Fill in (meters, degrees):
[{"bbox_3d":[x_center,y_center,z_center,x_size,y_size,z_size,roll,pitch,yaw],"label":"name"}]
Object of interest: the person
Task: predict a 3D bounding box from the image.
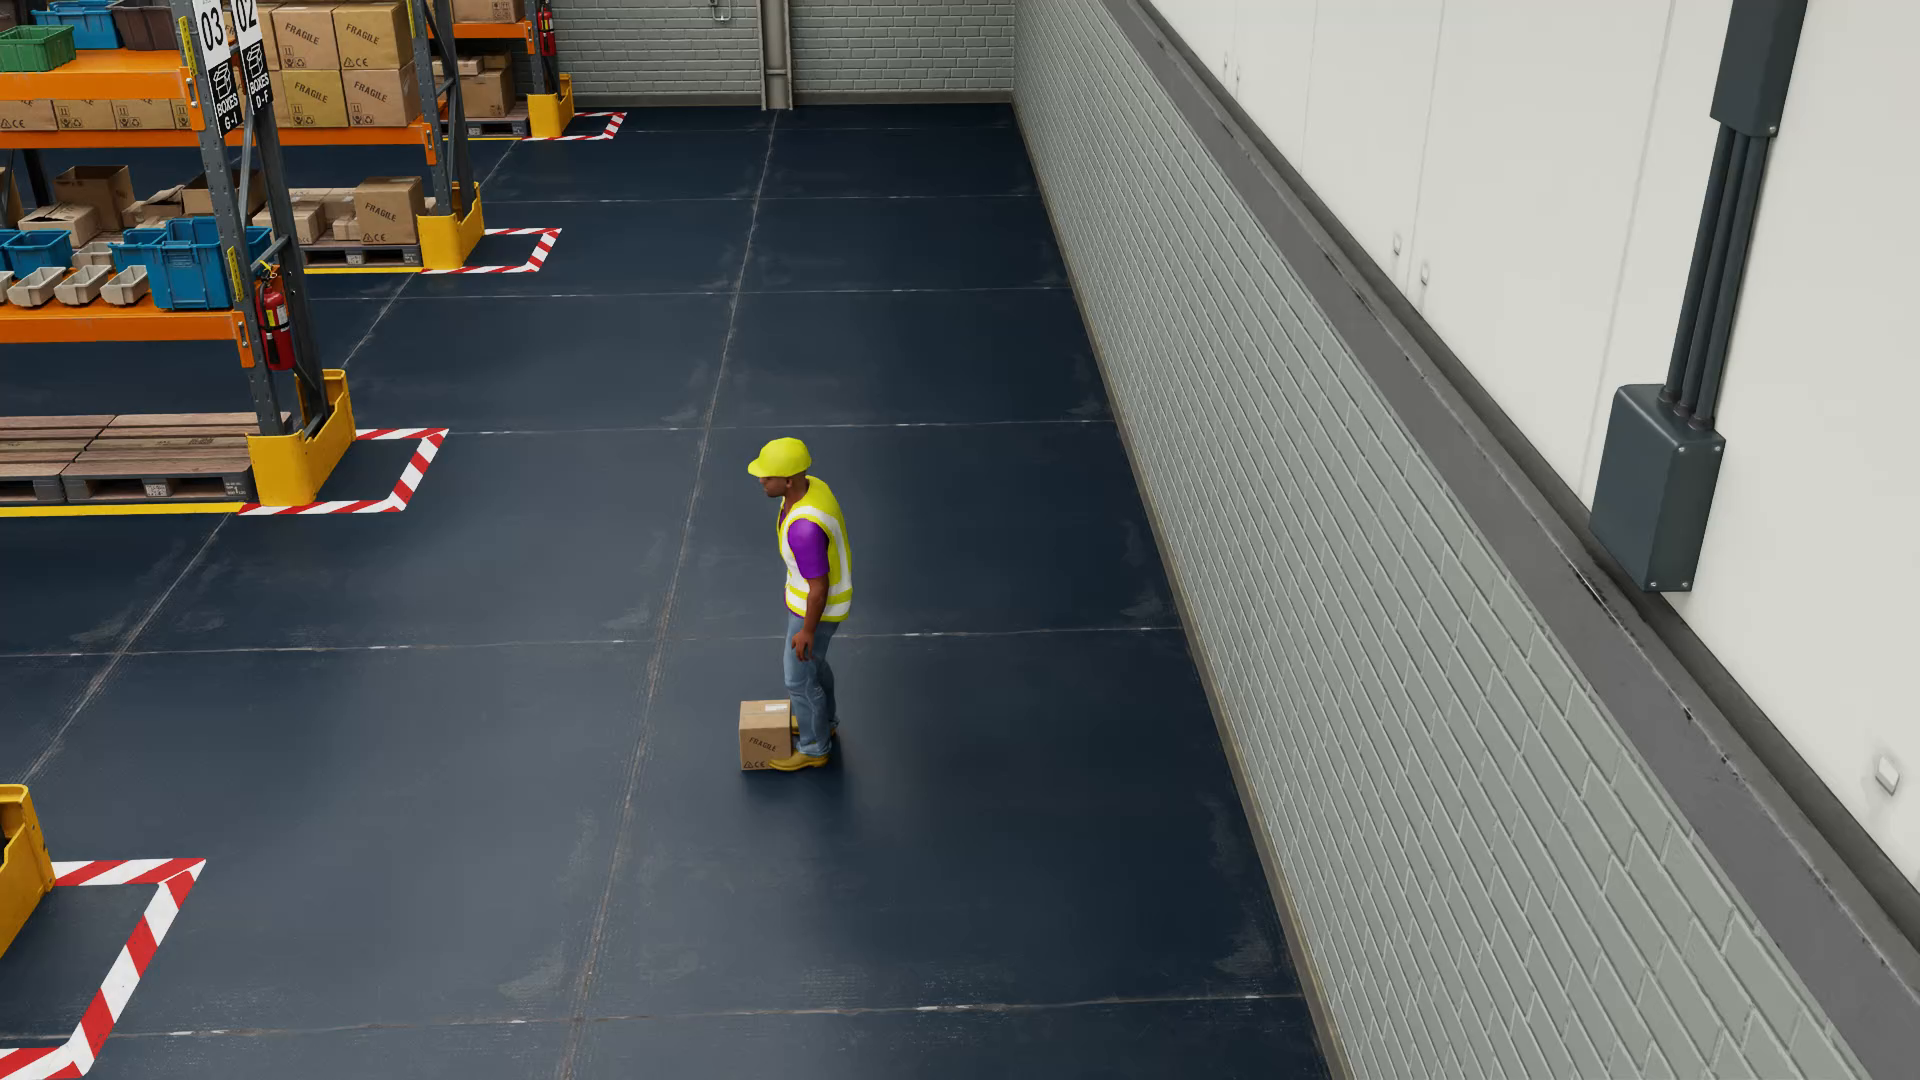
[{"bbox_3d":[-0.748,0.303,8.015,0.459,1.760,0.634,-3,28,-6],"label":"person"}]
